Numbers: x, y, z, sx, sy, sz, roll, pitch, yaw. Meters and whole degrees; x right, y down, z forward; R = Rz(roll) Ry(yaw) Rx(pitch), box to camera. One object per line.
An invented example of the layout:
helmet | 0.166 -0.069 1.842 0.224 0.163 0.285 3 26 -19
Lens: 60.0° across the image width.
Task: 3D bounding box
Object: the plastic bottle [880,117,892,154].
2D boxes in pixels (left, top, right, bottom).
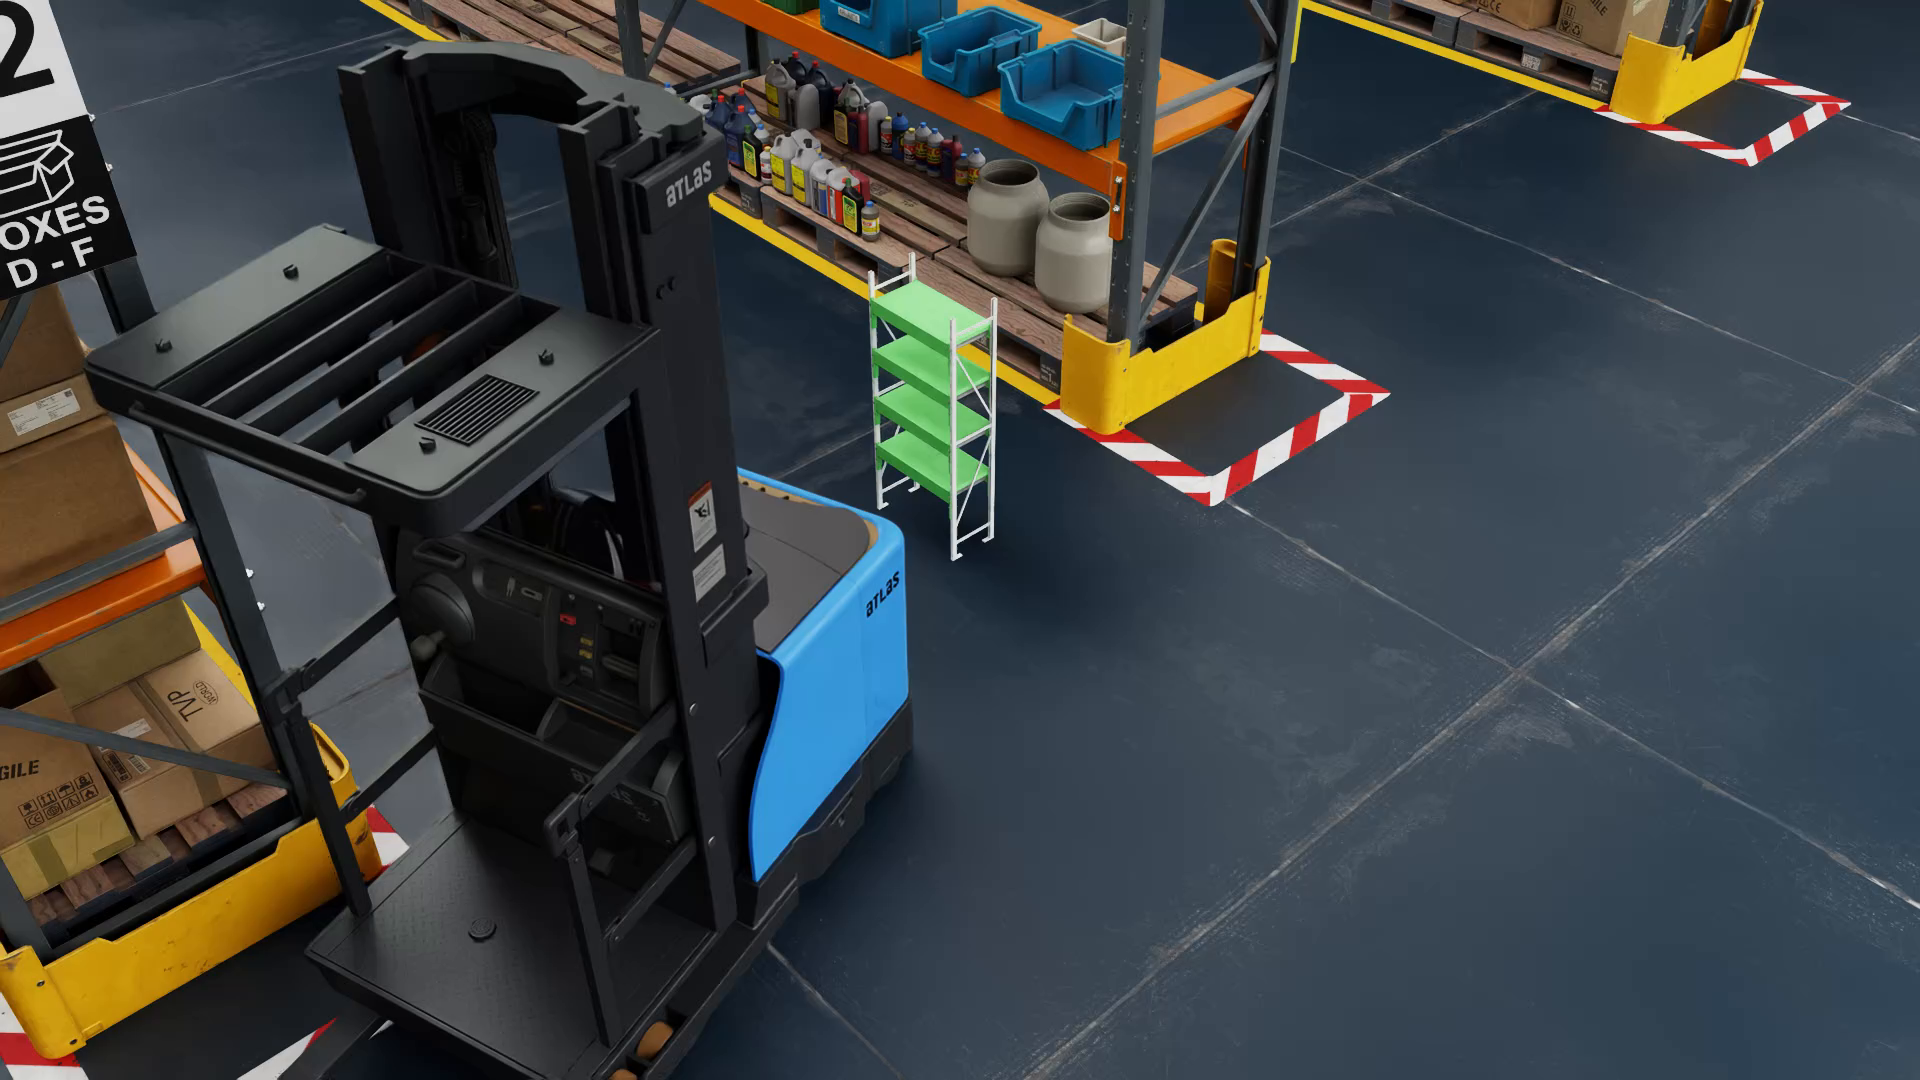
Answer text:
plastic bottle | -0.414 -2.359 9.660 0.097 0.201 0.097 0 39 0

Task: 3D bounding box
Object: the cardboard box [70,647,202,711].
cardboard box | -3.103 0.478 6.125 0.500 0.250 0.500 -30 48 -32

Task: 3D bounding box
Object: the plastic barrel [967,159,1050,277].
plastic barrel | 0.248 -1.658 8.562 0.421 0.512 0.421 0 39 0

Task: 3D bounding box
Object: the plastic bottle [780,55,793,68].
plastic bottle | -1.049 -2.842 10.193 0.061 0.283 0.133 -28 46 -30

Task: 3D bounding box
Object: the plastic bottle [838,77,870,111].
plastic bottle | -0.621 -2.537 9.762 0.144 0.351 0.185 -30 48 -32

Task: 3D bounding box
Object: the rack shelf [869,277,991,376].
rack shelf | -0.112 -0.867 6.706 0.258 0.148 0.480 -30 48 -32

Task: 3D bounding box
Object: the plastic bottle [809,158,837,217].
plastic bottle | -0.721 -1.926 9.066 0.152 0.276 0.135 -31 48 -33

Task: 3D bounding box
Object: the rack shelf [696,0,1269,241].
rack shelf | -0.265 -2.604 8.660 1.077 0.370 4.000 -30 48 -32

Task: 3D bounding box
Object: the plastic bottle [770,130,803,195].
plastic bottle | -0.962 -2.117 9.241 0.144 0.351 0.185 -30 48 -32

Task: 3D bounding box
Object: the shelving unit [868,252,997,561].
shelving unit | -0.112 -0.543 6.968 0.258 1.200 0.503 -30 48 -32

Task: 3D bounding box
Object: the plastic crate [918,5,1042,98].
plastic crate | 0.094 -2.308 7.839 0.499 0.251 0.408 -30 48 -32

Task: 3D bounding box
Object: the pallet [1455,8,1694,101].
pallet | 4.161 -3.405 11.298 1.003 0.211 1.213 -30 48 -32

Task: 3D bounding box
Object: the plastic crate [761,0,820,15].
plastic crate | -0.907 -2.979 8.720 0.450 0.188 0.662 -30 48 -32

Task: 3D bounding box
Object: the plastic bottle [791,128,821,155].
plastic bottle | -0.870 -2.162 9.357 0.152 0.276 0.135 -30 48 -32

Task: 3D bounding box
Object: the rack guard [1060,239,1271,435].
rack guard | 1.002 -1.001 8.092 1.175 0.500 0.348 -30 48 -32

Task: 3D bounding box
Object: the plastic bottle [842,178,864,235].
plastic bottle | -0.570 -1.783 8.882 0.061 0.283 0.133 -29 47 -31

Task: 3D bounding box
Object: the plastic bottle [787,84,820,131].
plastic bottle | -0.932 -2.583 9.878 0.152 0.276 0.135 -30 48 -32

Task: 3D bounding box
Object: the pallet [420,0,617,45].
pallet | -3.006 -3.637 11.585 1.003 0.211 1.213 -30 48 -32

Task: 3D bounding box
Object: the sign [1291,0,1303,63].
sign | 1.496 -2.298 7.488 0.100 0.325 0.005 -30 48 -32

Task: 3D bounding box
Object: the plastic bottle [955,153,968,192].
plastic bottle | 0.021 -2.061 9.291 0.097 0.201 0.097 0 39 0

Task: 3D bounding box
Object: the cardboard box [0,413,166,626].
cardboard box | -2.869 -0.116 4.927 0.700 0.500 0.500 -30 48 -32

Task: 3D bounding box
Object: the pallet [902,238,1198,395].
pallet | 0.456 -1.267 8.651 1.003 0.211 1.213 -30 48 -32

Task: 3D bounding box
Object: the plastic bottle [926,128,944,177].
plastic bottle | -0.140 -2.199 9.406 0.097 0.271 0.097 0 39 0

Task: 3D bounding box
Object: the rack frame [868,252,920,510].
rack frame | -0.277 -0.656 7.108 0.240 1.200 0.015 -30 48 -32

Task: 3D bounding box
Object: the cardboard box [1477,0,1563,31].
cardboard box | 3.897 -3.813 11.239 0.500 0.500 0.500 -18 42 -21

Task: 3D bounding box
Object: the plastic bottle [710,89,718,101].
plastic bottle | -1.408 -2.498 9.768 0.061 0.283 0.133 -30 48 -32

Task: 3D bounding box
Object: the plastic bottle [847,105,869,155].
plastic bottle | -0.592 -2.388 9.631 0.061 0.283 0.133 -30 48 -32

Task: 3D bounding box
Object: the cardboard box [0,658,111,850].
cardboard box | -3.145 0.637 5.331 0.500 0.500 0.500 -30 48 -32

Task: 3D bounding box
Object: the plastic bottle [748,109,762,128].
plastic bottle | -1.190 -2.354 9.599 0.097 0.271 0.097 0 39 0

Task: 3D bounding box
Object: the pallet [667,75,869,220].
pallet | -1.194 -2.397 10.049 1.003 0.211 1.213 -30 48 -32

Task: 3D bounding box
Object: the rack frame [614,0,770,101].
rack frame | -1.617 -3.810 9.580 1.000 3.000 0.127 -30 48 -32

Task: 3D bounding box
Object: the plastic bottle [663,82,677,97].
plastic bottle | -1.725 -2.586 9.886 0.097 0.271 0.097 0 39 0

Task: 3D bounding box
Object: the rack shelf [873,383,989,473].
rack shelf | -0.112 -0.494 7.008 0.258 0.148 0.480 -30 48 -32

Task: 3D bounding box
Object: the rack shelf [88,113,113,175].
rack shelf | -3.916 -1.668 5.113 1.077 0.370 4.000 -30 48 -32

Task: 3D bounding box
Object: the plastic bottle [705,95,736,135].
plastic bottle | -1.377 -2.401 9.593 0.144 0.351 0.185 -29 47 -31

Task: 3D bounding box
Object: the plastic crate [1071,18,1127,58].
plastic crate | 0.720 -2.407 8.053 0.298 0.136 0.250 -30 48 -32

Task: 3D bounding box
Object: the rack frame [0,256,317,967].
rack frame | -2.563 0.144 4.684 1.000 3.000 0.127 -30 48 -32

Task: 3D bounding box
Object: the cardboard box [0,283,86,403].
cardboard box | -2.905 -0.645 4.549 0.700 0.500 0.500 -30 48 -32

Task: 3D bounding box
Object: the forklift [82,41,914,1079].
forklift | -1.325 0.306 4.539 1.130 2.935 3.031 19 43 22

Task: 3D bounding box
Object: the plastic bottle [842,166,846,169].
plastic bottle | -0.642 -1.959 9.165 0.097 0.201 0.097 0 39 0

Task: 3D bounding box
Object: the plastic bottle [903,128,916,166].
plastic bottle | -0.275 -2.264 9.542 0.097 0.201 0.097 0 39 0

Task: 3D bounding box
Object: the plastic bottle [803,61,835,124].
plastic bottle | -0.840 -2.686 9.947 0.185 0.351 0.144 32 49 33

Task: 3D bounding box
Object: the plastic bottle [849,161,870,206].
plastic bottle | -0.549 -1.911 9.040 0.061 0.283 0.133 -30 48 -32

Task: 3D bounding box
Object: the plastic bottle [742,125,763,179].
plastic bottle | -1.168 -2.193 9.390 0.061 0.283 0.133 -28 47 -30
